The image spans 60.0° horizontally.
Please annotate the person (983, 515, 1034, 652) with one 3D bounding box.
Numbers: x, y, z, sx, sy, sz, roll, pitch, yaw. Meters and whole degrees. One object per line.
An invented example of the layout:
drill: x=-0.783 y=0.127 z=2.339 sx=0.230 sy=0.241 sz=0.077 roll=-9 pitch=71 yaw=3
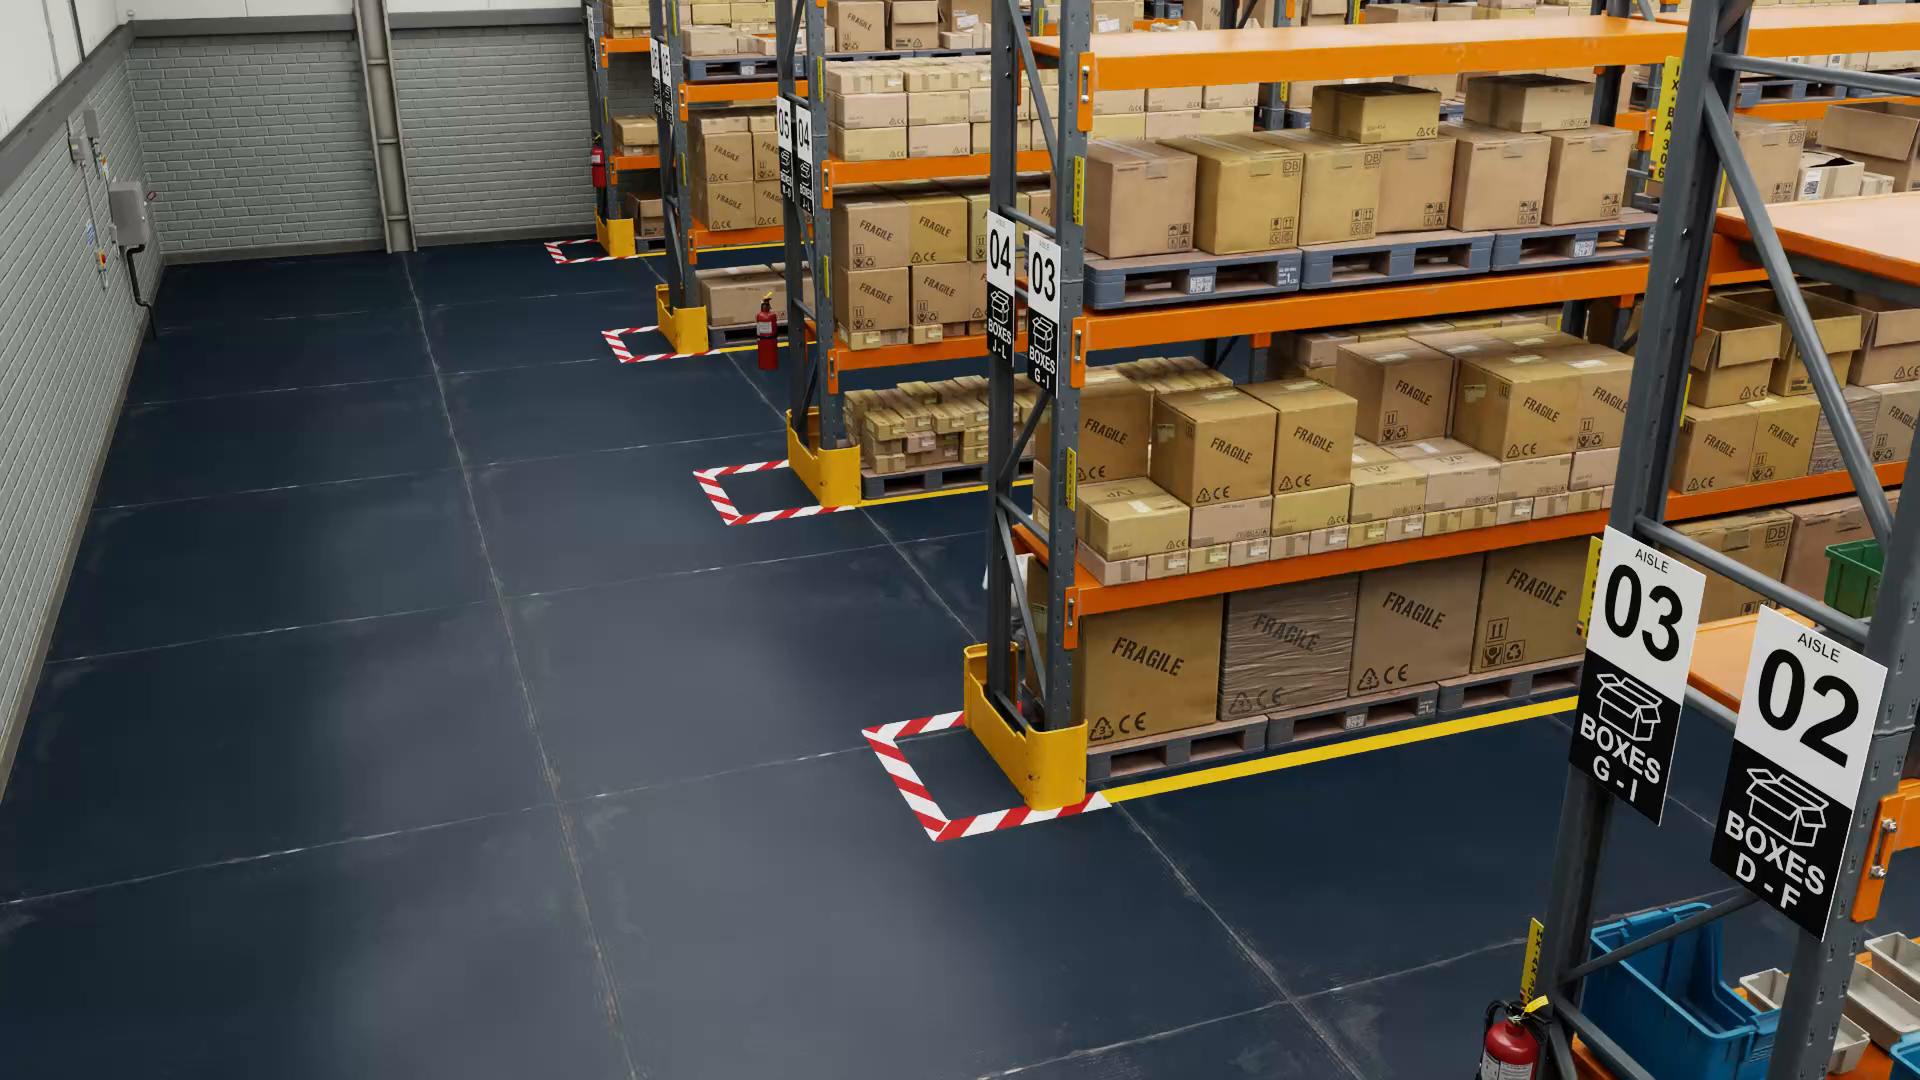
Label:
person: x=0.589 y=0.203 z=11.334 sx=0.876 sy=0.999 sz=0.583 roll=-8 pitch=24 yaw=-19
